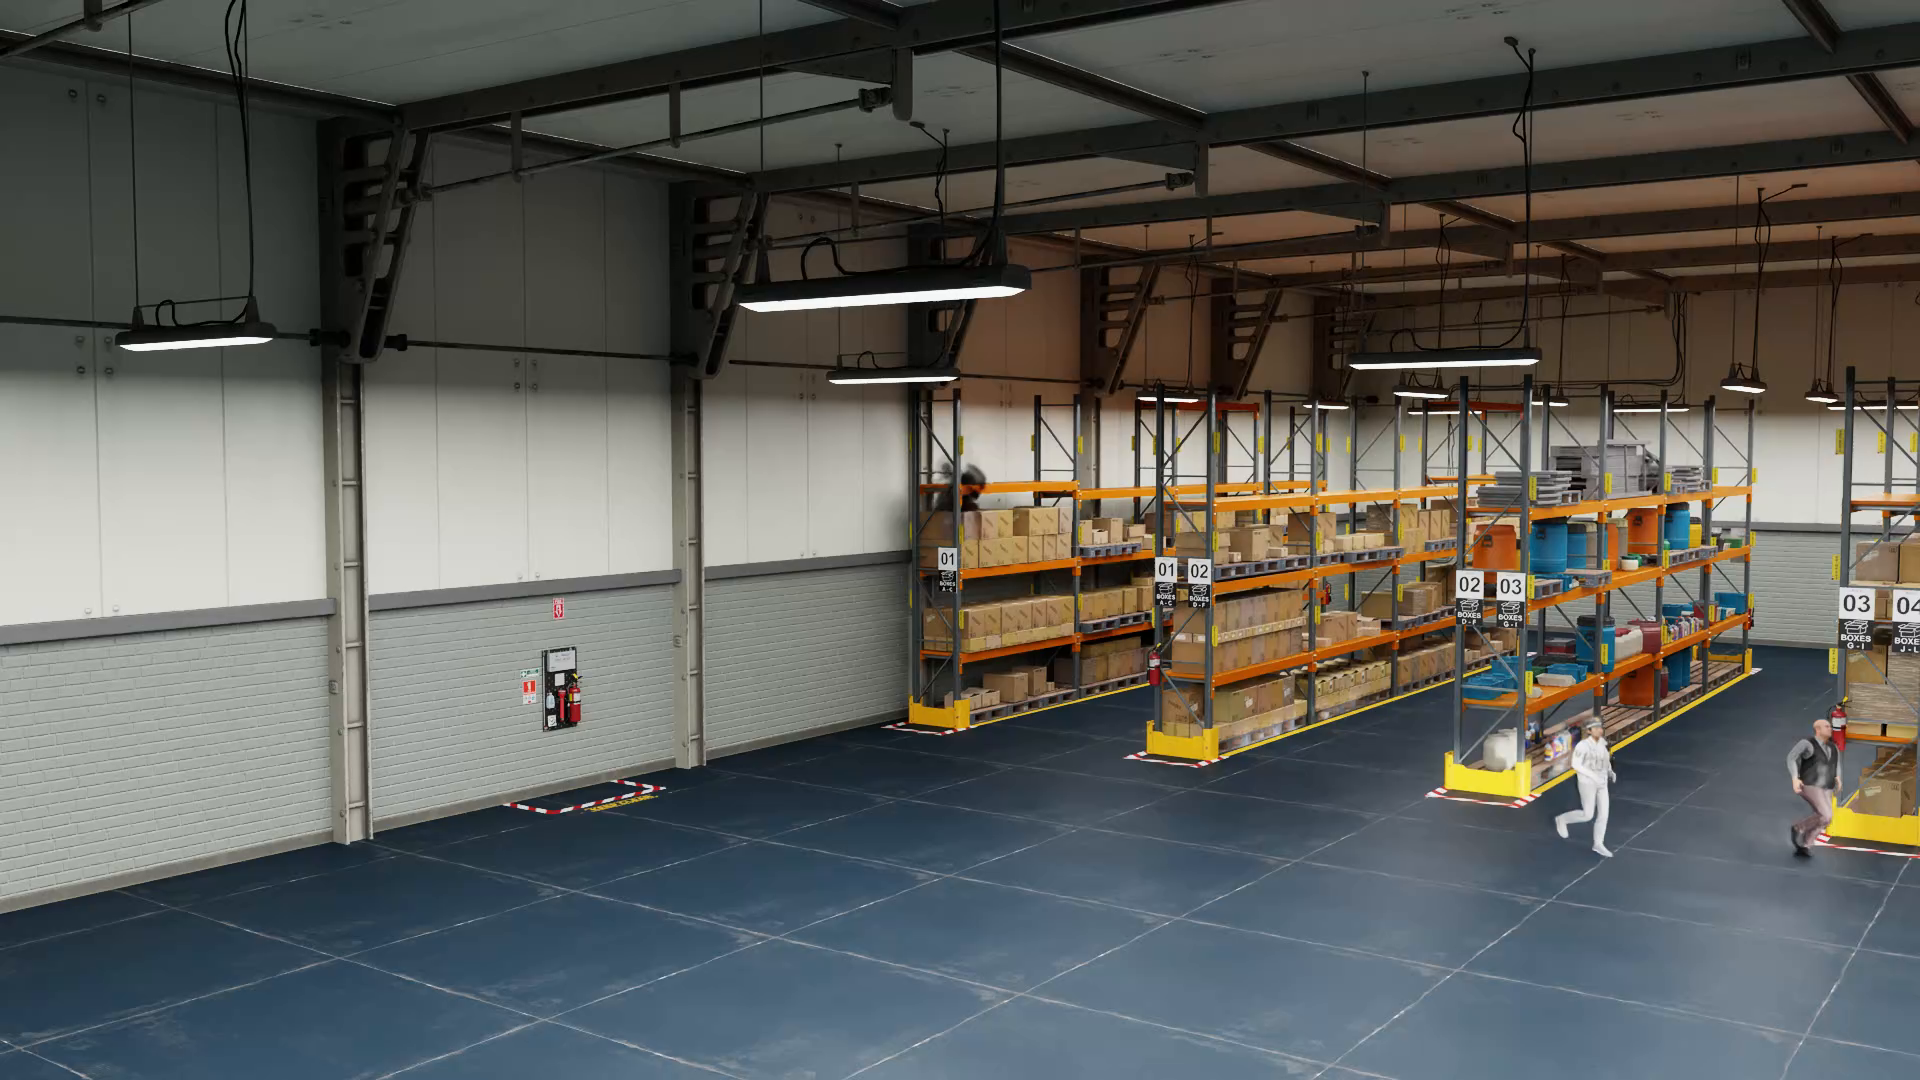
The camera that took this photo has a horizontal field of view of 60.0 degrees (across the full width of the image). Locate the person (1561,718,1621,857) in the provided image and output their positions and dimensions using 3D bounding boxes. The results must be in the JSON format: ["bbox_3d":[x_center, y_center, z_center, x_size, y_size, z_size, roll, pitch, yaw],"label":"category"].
[{"bbox_3d":[7.817,3.014,20.516,0.622,1.681,0.683,-1,4,-24],"label":"person"}]

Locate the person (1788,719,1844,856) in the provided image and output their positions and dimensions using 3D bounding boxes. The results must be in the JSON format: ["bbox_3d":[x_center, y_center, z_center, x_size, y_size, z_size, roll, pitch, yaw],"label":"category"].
[{"bbox_3d":[10.496,3.017,20.191,0.652,1.662,0.565,-1,3,-18],"label":"person"}]
